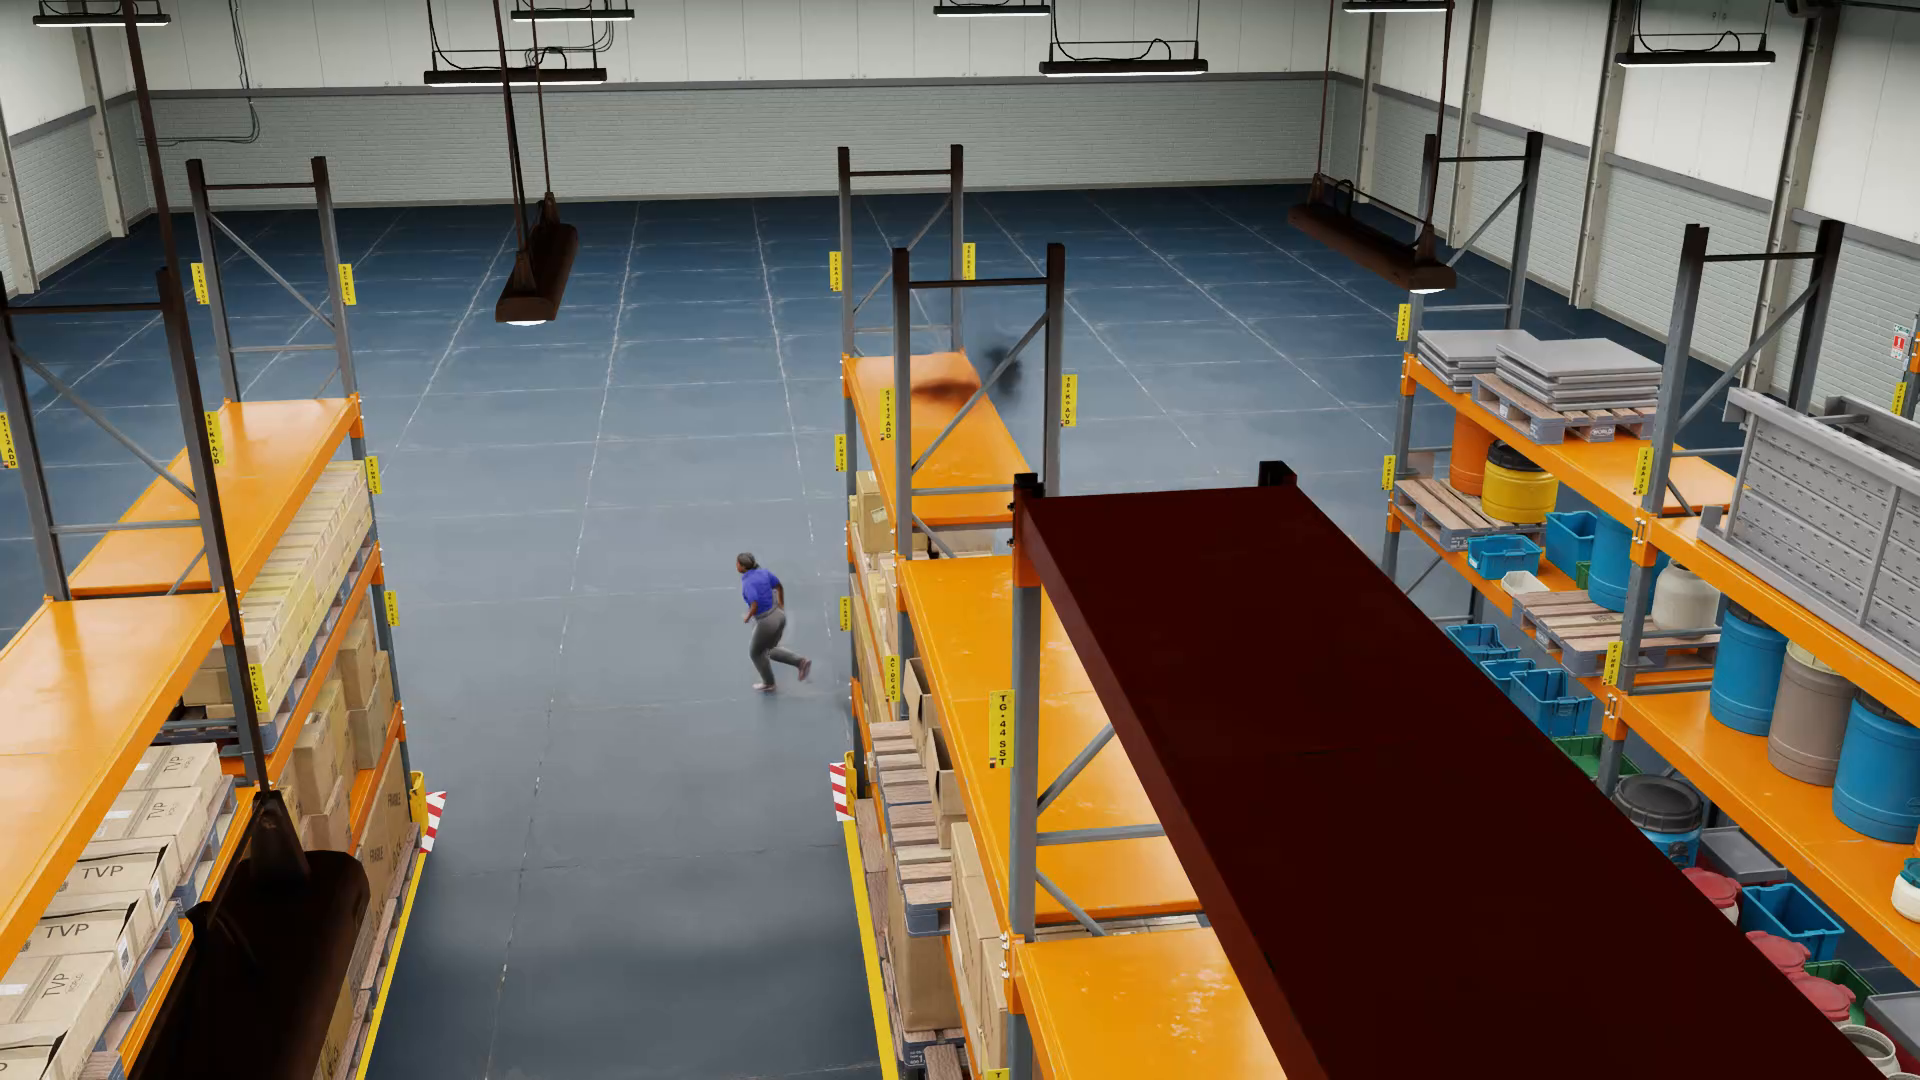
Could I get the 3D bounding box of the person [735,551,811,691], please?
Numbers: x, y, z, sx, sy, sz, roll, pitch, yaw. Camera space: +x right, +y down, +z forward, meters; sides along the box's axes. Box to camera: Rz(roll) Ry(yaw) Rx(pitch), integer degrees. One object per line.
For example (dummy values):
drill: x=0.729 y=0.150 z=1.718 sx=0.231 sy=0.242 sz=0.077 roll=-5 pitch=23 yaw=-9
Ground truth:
person: x=-1.945 y=0.899 z=17.294 sx=0.795 sy=1.602 sz=0.571 roll=6 pitch=22 yaw=14
